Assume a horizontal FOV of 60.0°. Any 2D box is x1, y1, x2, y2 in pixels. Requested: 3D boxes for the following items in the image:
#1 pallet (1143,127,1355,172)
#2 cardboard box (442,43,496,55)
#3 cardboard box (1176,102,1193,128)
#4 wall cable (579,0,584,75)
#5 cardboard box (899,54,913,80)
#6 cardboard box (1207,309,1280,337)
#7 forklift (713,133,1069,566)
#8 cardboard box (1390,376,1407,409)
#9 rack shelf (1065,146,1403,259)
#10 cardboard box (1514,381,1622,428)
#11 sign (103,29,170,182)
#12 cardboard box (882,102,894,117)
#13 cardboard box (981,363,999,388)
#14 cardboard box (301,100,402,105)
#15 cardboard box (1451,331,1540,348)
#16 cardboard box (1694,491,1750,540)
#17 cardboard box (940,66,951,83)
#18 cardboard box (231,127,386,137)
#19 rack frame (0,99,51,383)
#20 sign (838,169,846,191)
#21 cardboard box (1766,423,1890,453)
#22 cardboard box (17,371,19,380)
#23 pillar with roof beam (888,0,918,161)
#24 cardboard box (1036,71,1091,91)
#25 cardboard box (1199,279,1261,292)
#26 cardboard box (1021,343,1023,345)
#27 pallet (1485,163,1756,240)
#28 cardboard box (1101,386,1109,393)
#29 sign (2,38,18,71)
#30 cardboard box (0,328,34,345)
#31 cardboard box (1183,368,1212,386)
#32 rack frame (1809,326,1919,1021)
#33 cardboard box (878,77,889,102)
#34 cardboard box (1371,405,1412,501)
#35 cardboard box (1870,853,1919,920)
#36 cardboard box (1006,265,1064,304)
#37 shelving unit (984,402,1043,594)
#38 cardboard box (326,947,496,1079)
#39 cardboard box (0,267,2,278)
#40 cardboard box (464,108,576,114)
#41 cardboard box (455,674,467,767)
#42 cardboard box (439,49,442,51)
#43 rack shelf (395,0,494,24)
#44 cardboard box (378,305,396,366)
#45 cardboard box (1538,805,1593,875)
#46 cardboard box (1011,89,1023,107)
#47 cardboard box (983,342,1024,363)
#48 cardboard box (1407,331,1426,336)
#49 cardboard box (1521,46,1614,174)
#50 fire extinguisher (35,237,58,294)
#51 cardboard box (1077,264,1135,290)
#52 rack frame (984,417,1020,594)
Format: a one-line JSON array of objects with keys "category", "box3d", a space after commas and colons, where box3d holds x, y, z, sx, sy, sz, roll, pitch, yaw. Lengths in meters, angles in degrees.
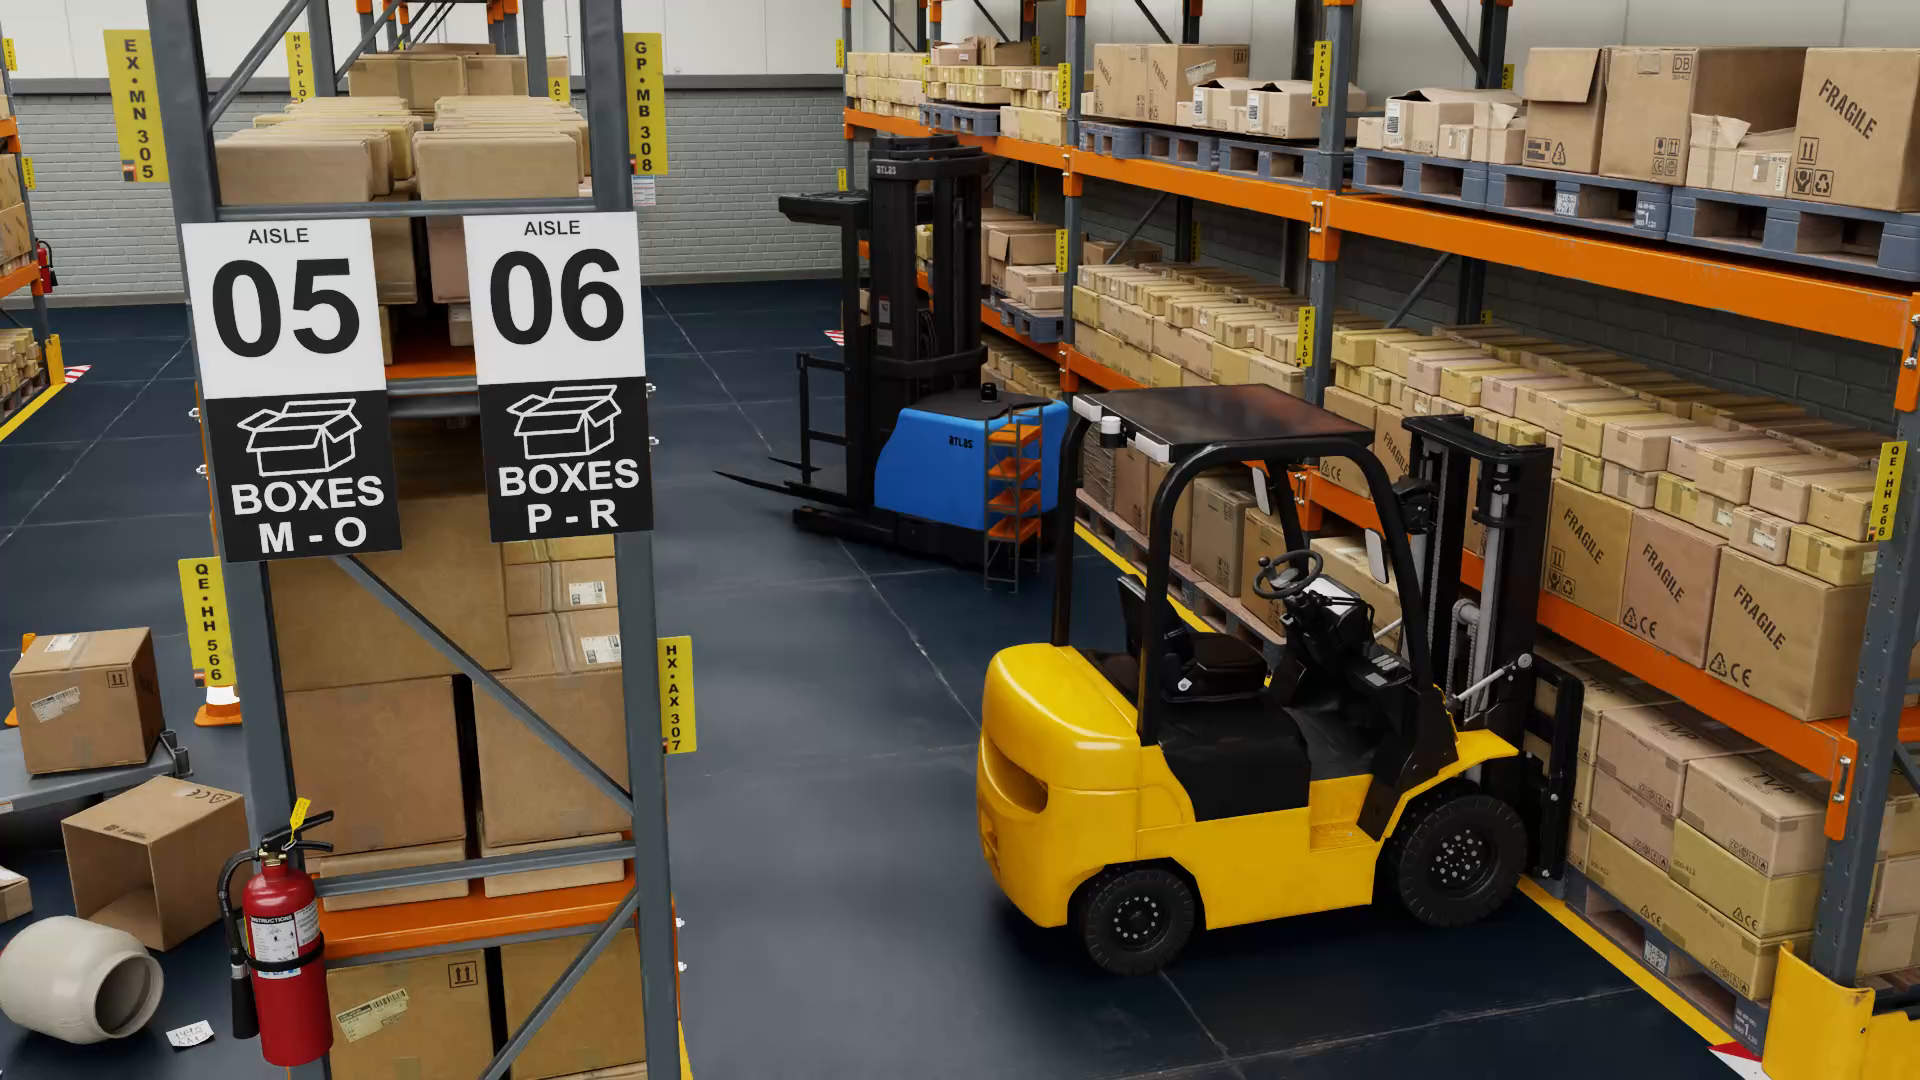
[{"category": "pallet", "box3d": [1.884, -2.596, 10.993, 1.003, 0.211, 1.213, -4, 17, -13]}, {"category": "cardboard box", "box3d": [-4.529, -4.365, 15.478, 0.500, 0.500, 0.500, -4, 17, -14]}, {"category": "cardboard box", "box3d": [1.595, -2.692, 10.517, 0.380, 0.149, 0.250, -5, 17, -16]}, {"category": "wall cable", "box3d": [-4.090, -8.269, 24.274, 2.988, 3.039, 0.133, -5, 17, -15]}, {"category": "cardboard box", "box3d": [-0.316, -4.853, 17.053, 0.500, 0.250, 0.500, -5, 17, -16]}, {"category": "cardboard box", "box3d": [1.777, -1.350, 10.430, 0.380, 0.149, 0.250, -5, 17, -17]}, {"category": "forklift", "box3d": [-0.645, -1.550, 12.519, 3.031, 2.935, 1.130, 14, 21, 38]}, {"category": "cardboard box", "box3d": [2.406, -0.741, 8.404, 0.380, 0.149, 0.250, -5, 17, -15]}, {"category": "rack shelf", "box3d": [1.851, -2.278, 10.858, 1.077, 0.370, 4.000, -5, 17, -15]}, {"category": "cardboard box", "box3d": [2.719, -0.605, 7.432, 0.380, 0.149, 0.250, -5, 17, -15]}, {"category": "sign", "box3d": [-1.811, -0.955, 3.665, 0.100, 0.325, 0.005, -5, 17, -15]}, {"category": "cardboard box", "box3d": [-0.632, -4.662, 17.979, 0.380, 0.149, 0.250, -4, 17, -14]}, {"category": "cardboard box", "box3d": [0.408, -1.413, 15.558, 0.500, 0.500, 0.500, -5, 17, -17]}, {"category": "cardboard box", "box3d": [-2.435, -1.681, 6.671, 0.380, 0.149, 0.250, -5, 18, -17]}, {"category": "cardboard box", "box3d": [2.808, -0.997, 8.738, 0.380, 0.149, 0.250, -5, 17, -17]}, {"category": "cardboard box", "box3d": [3.024, -0.104, 6.282, 0.380, 0.149, 0.250, -4, 17, -14]}, {"category": "cardboard box", "box3d": [0.033, -4.294, 15.336, 0.380, 0.149, 0.250, -5, 17, -16]}, {"category": "cardboard box", "box3d": [-1.770, -1.045, 4.553, 0.380, 0.149, 0.250, -5, 17, -16]}, {"category": "rack frame", "box3d": [-10.400, -3.139, 17.689, 1.000, 3.000, 0.127, -5, 17, -15]}, {"category": "sign", "box3d": [-1.419, -4.324, 20.127, 0.100, 0.325, 0.005, -5, 17, -15]}, {"category": "cardboard box", "box3d": [3.434, -0.354, 6.597, 0.380, 0.149, 0.250, -5, 17, -15]}, {"category": "cardboard box", "box3d": [-9.817, -1.636, 16.909, 0.380, 0.149, 0.250, -5, 17, -15]}, {"category": "pillar with roof beam", "box3d": [-4.911, -7.302, 21.119, 9.100, 9.000, 0.400, -5, 17, -15]}, {"category": "cardboard box", "box3d": [0.830, -3.660, 13.258, 0.380, 0.149, 0.250, -5, 18, -17]}, {"category": "cardboard box", "box3d": [1.909, -1.743, 11.739, 0.380, 0.149, 0.250, -5, 17, -16]}, {"category": "cardboard box", "box3d": [0.733, -1.942, 16.192, 0.380, 0.149, 0.250, -5, 17, -15]}, {"category": "pallet", "box3d": [2.992, -1.456, 7.026, 1.003, 0.211, 1.213, -5, 17, -15]}, {"category": "cardboard box", "box3d": [1.411, -1.298, 14.048, 0.380, 0.149, 0.250, -4, 17, -14]}, {"category": "sign", "box3d": [-9.861, -5.038, 17.258, 0.100, 0.325, 0.005, -5, 17, -15]}, {"category": "cardboard box", "box3d": [-10.011, -2.134, 17.532, 0.380, 0.149, 0.250, -4, 17, -15]}, {"category": "cardboard box", "box3d": [1.760, -0.958, 10.688, 0.500, 0.250, 0.500, -5, 17, -15]}, {"category": "rack frame", "box3d": [3.500, 0.474, 5.661, 1.000, 3.000, 0.127, -5, 17, -15]}, {"category": "cardboard box", "box3d": [-0.585, -4.892, 18.054, 0.500, 0.250, 0.500, -5, 17, -16]}, {"category": "cardboard box", "box3d": [2.431, -0.395, 8.378, 0.500, 0.500, 0.500, -4, 17, -14]}, {"category": "cardboard box", "box3d": [3.570, 1.203, 6.412, 0.500, 0.250, 0.500, -4, 17, -14]}, {"category": "cardboard box", "box3d": [0.700, -2.135, 13.876, 0.500, 0.250, 0.500, -6, 18, -18]}, {"category": "shelving unit", "box3d": [0.364, -0.291, 11.334, 0.258, 1.200, 0.503, 6, 18, 19]}, {"category": "cardboard box", "box3d": [-1.742, 1.423, 5.248, 0.500, 0.500, 0.500, -5, 17, -15]}, {"category": "cardboard box", "box3d": [-9.787, -2.667, 16.554, 0.380, 0.149, 0.250, -6, 18, -18]}, {"category": "cardboard box", "box3d": [-1.556, -1.446, 5.888, 0.380, 0.149, 0.250, -4, 17, -15]}, {"category": "cardboard box", "box3d": [-1.819, 0.410, 5.184, 0.500, 0.500, 0.500, -5, 17, -15]}, {"category": "cardboard box", "box3d": [-4.606, -3.871, 14.007, 0.500, 0.500, 0.500, -5, 17, -16]}, {"category": "rack shelf", "box3d": [-5.119, -5.343, 16.541, 1.077, 0.370, 4.000, -5, 17, -15]}, {"category": "cardboard box", "box3d": [-1.639, -0.526, 4.211, 0.380, 0.149, 0.250, -5, 17, -15]}, {"category": "cardboard box", "box3d": [2.811, 1.207, 7.269, 0.500, 0.250, 0.500, -5, 17, -15]}, {"category": "cardboard box", "box3d": [0.644, -3.732, 14.016, 0.380, 0.149, 0.250, -4, 17, -14]}, {"category": "cardboard box", "box3d": [0.398, -1.753, 15.560, 0.380, 0.149, 0.250, -5, 17, -15]}, {"category": "cardboard box", "box3d": [2.510, -1.106, 9.617, 0.380, 0.149, 0.250, -5, 17, -17]}, {"category": "cardboard box", "box3d": [2.835, -1.821, 7.002, 0.797, 0.503, 0.637, -4, 17, -13]}, {"category": "fire extinguisher", "box3d": [-10.026, -3.030, 18.107, 0.296, 0.674, 0.183, -5, 17, -15]}, {"category": "cardboard box", "box3d": [1.106, -1.986, 12.549, 0.380, 0.149, 0.250, -4, 17, -14]}, {"category": "rack frame", "box3d": [0.280, -0.225, 11.115, 0.240, 1.200, 0.015, 6, 18, 19]}]
